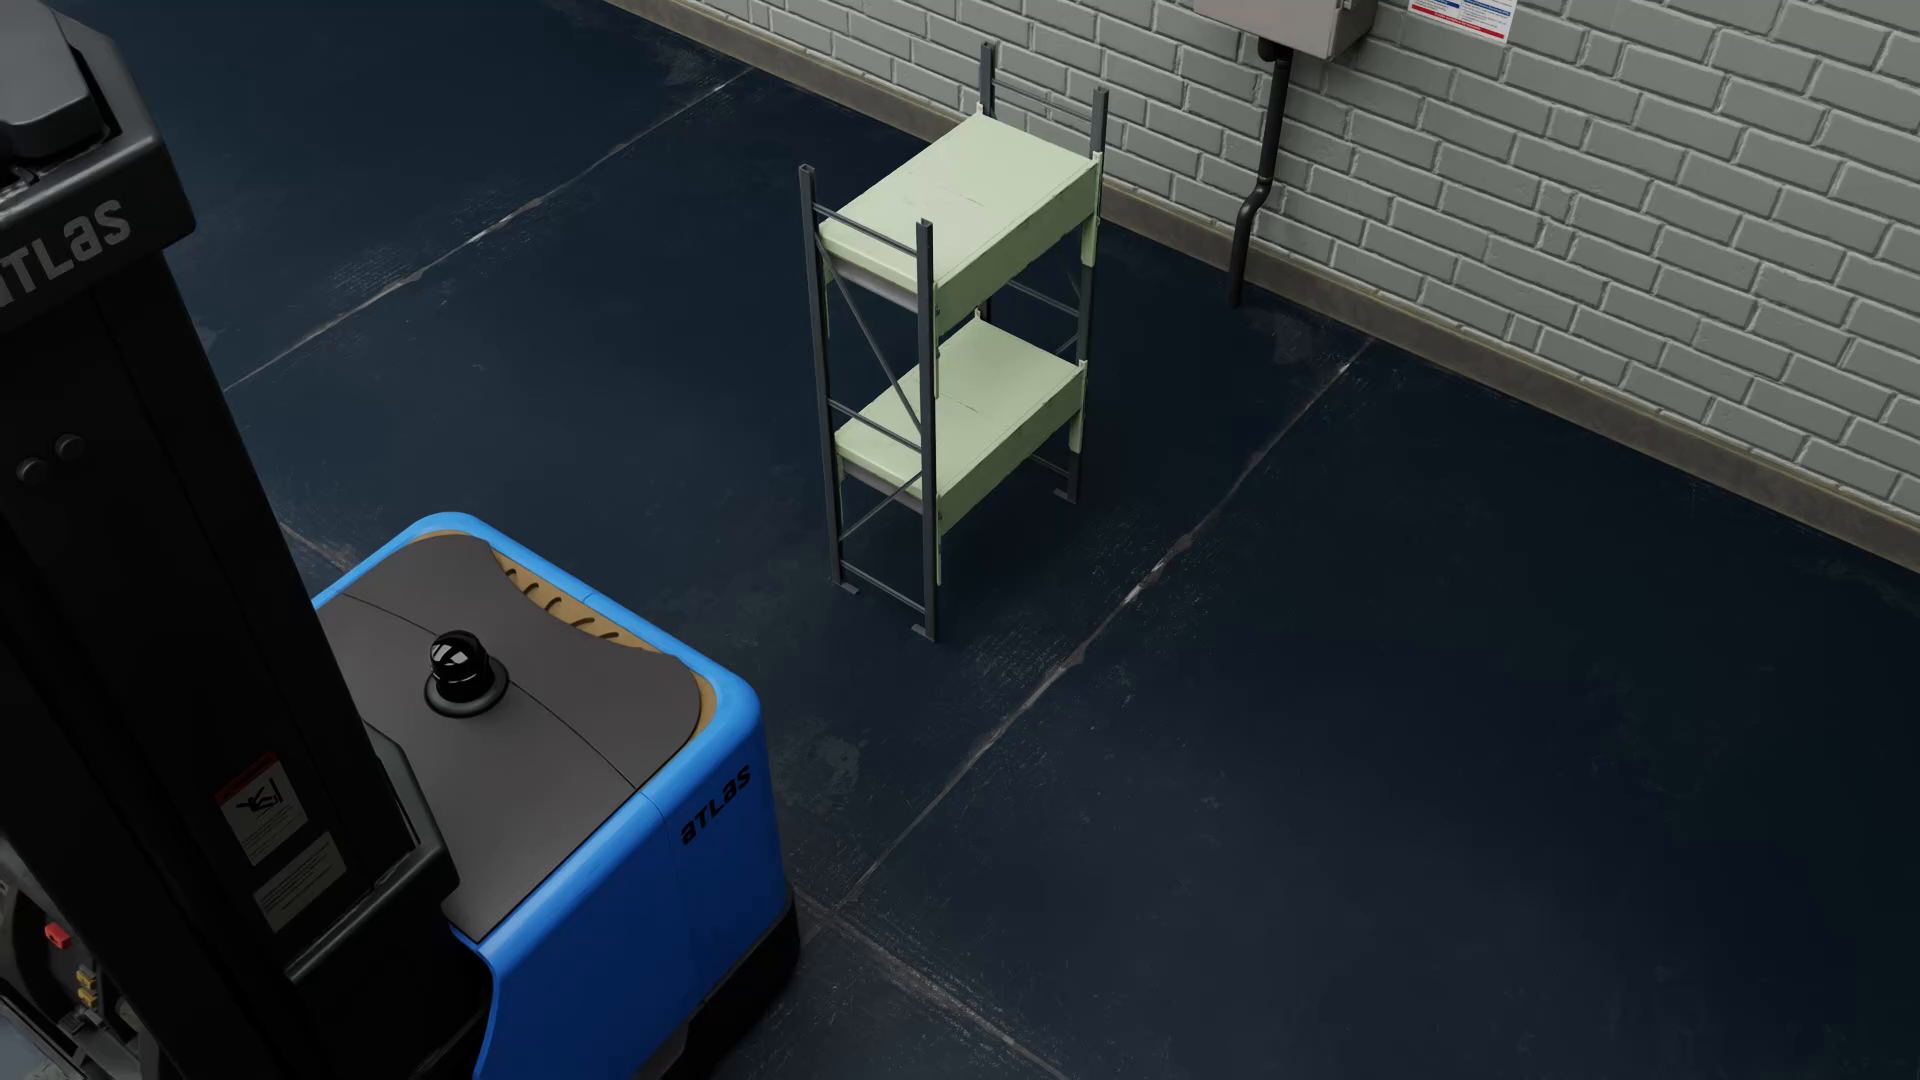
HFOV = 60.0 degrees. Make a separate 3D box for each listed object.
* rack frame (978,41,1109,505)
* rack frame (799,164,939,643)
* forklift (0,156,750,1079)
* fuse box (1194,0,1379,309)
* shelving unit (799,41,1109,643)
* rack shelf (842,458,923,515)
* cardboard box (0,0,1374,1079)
[{"bbox_3d":[0.220,-0.724,4.904,0.400,1.500,0.023,29,53,25],"label":"rack frame"},{"bbox_3d":[-0.228,-0.305,4.504,0.400,1.500,0.023,29,53,25],"label":"rack frame"},{"bbox_3d":[-1.707,0.760,2.558,1.107,2.843,2.937,28,52,24],"label":"forklift"},{"bbox_3d":[0.998,-1.426,5.429,0.539,1.711,0.414,29,53,25],"label":"fuse box"},{"bbox_3d":[-0.004,-0.514,4.704,0.400,1.500,0.755,29,53,25],"label":"shelving unit"},{"bbox_3d":[-0.004,-0.338,4.888,0.332,0.071,0.664,29,53,25],"label":"rack shelf"},{"bbox_3d":[-4.927,1.261,2.974,6.103,1.550,13.522,28,53,24],"label":"cardboard box"}]
